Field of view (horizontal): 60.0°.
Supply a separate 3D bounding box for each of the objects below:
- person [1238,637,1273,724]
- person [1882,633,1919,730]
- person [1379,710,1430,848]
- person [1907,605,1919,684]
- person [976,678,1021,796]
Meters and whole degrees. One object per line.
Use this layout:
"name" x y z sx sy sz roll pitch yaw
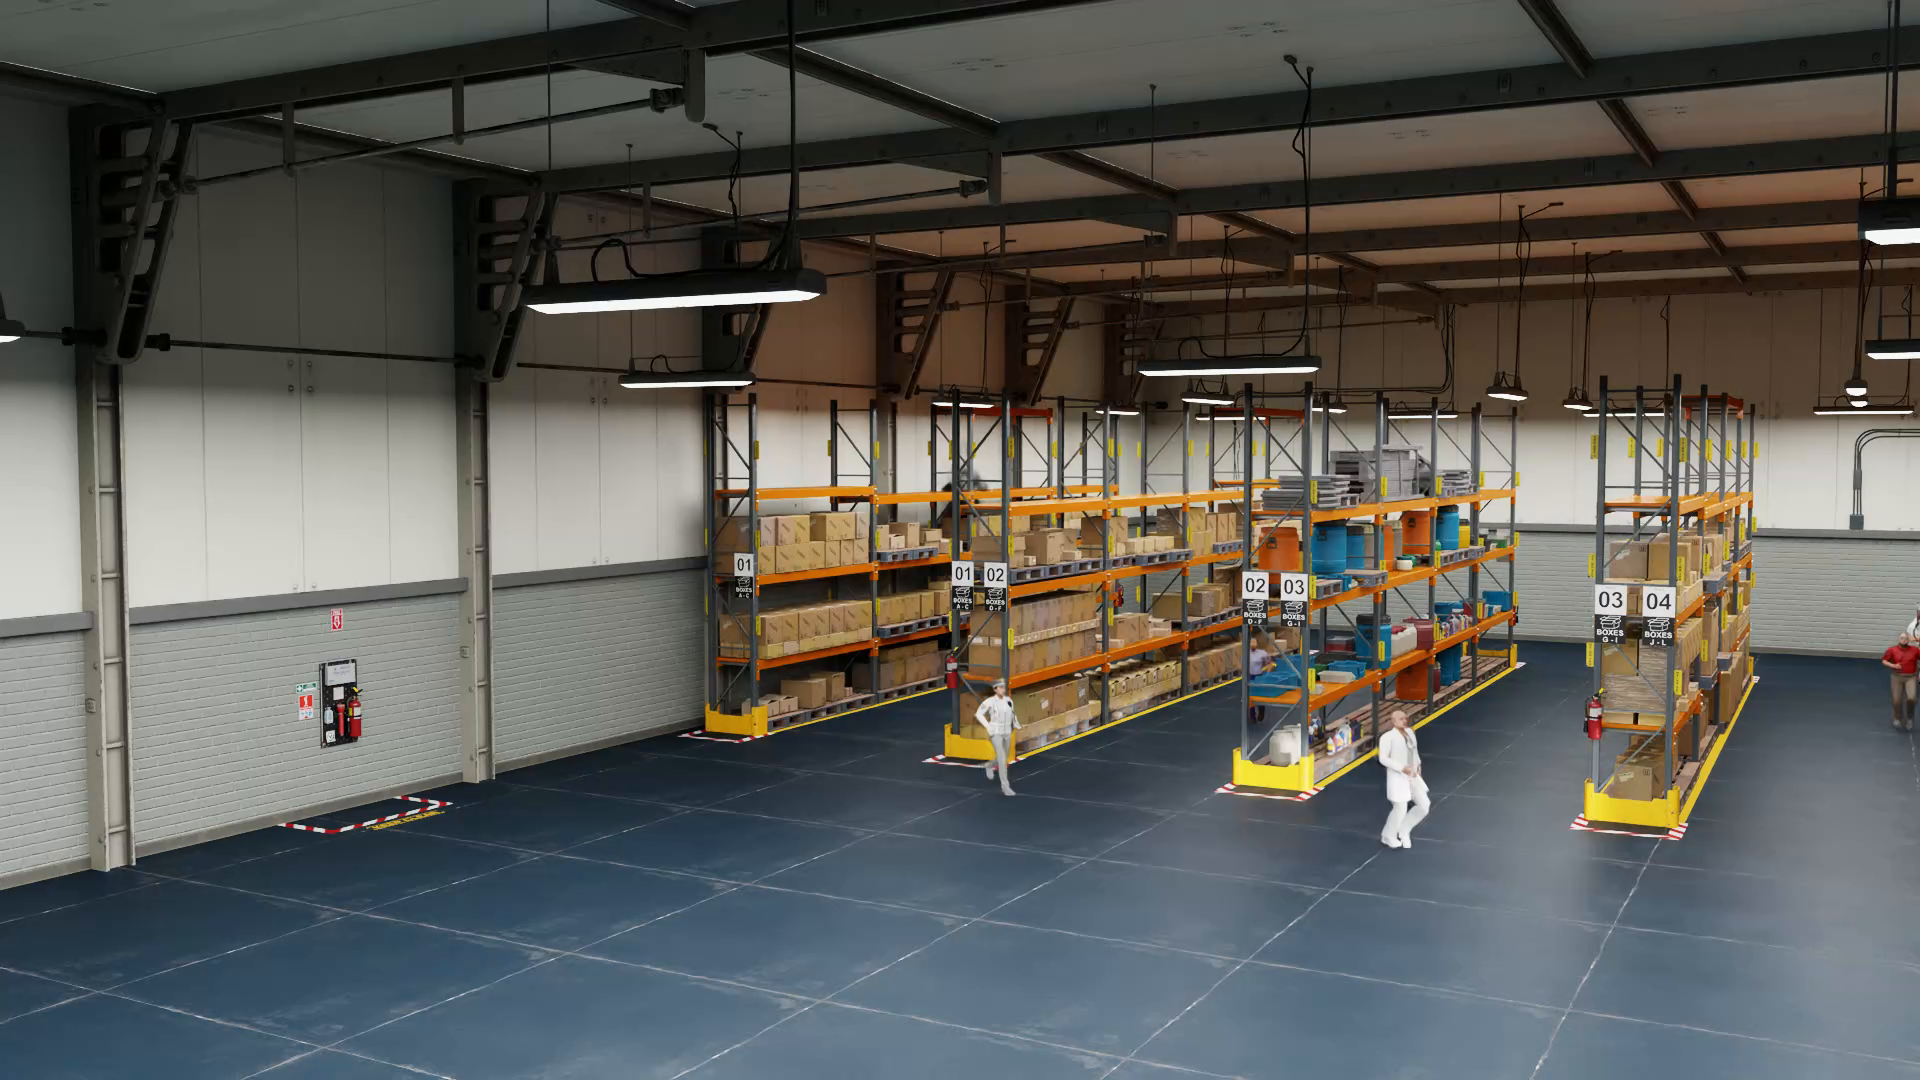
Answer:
"person" 5.336 2.564 30.229 0.595 1.609 0.556 1 3 25
"person" 16.920 2.538 29.818 0.699 1.746 0.690 2 3 26
"person" 5.562 3.002 20.839 0.721 1.740 0.680 -2 4 -28
"person" 20.130 2.243 34.995 0.848 1.772 0.701 0 3 -2
"person" 0.566 2.857 24.368 0.618 1.696 0.821 -2 4 -32
